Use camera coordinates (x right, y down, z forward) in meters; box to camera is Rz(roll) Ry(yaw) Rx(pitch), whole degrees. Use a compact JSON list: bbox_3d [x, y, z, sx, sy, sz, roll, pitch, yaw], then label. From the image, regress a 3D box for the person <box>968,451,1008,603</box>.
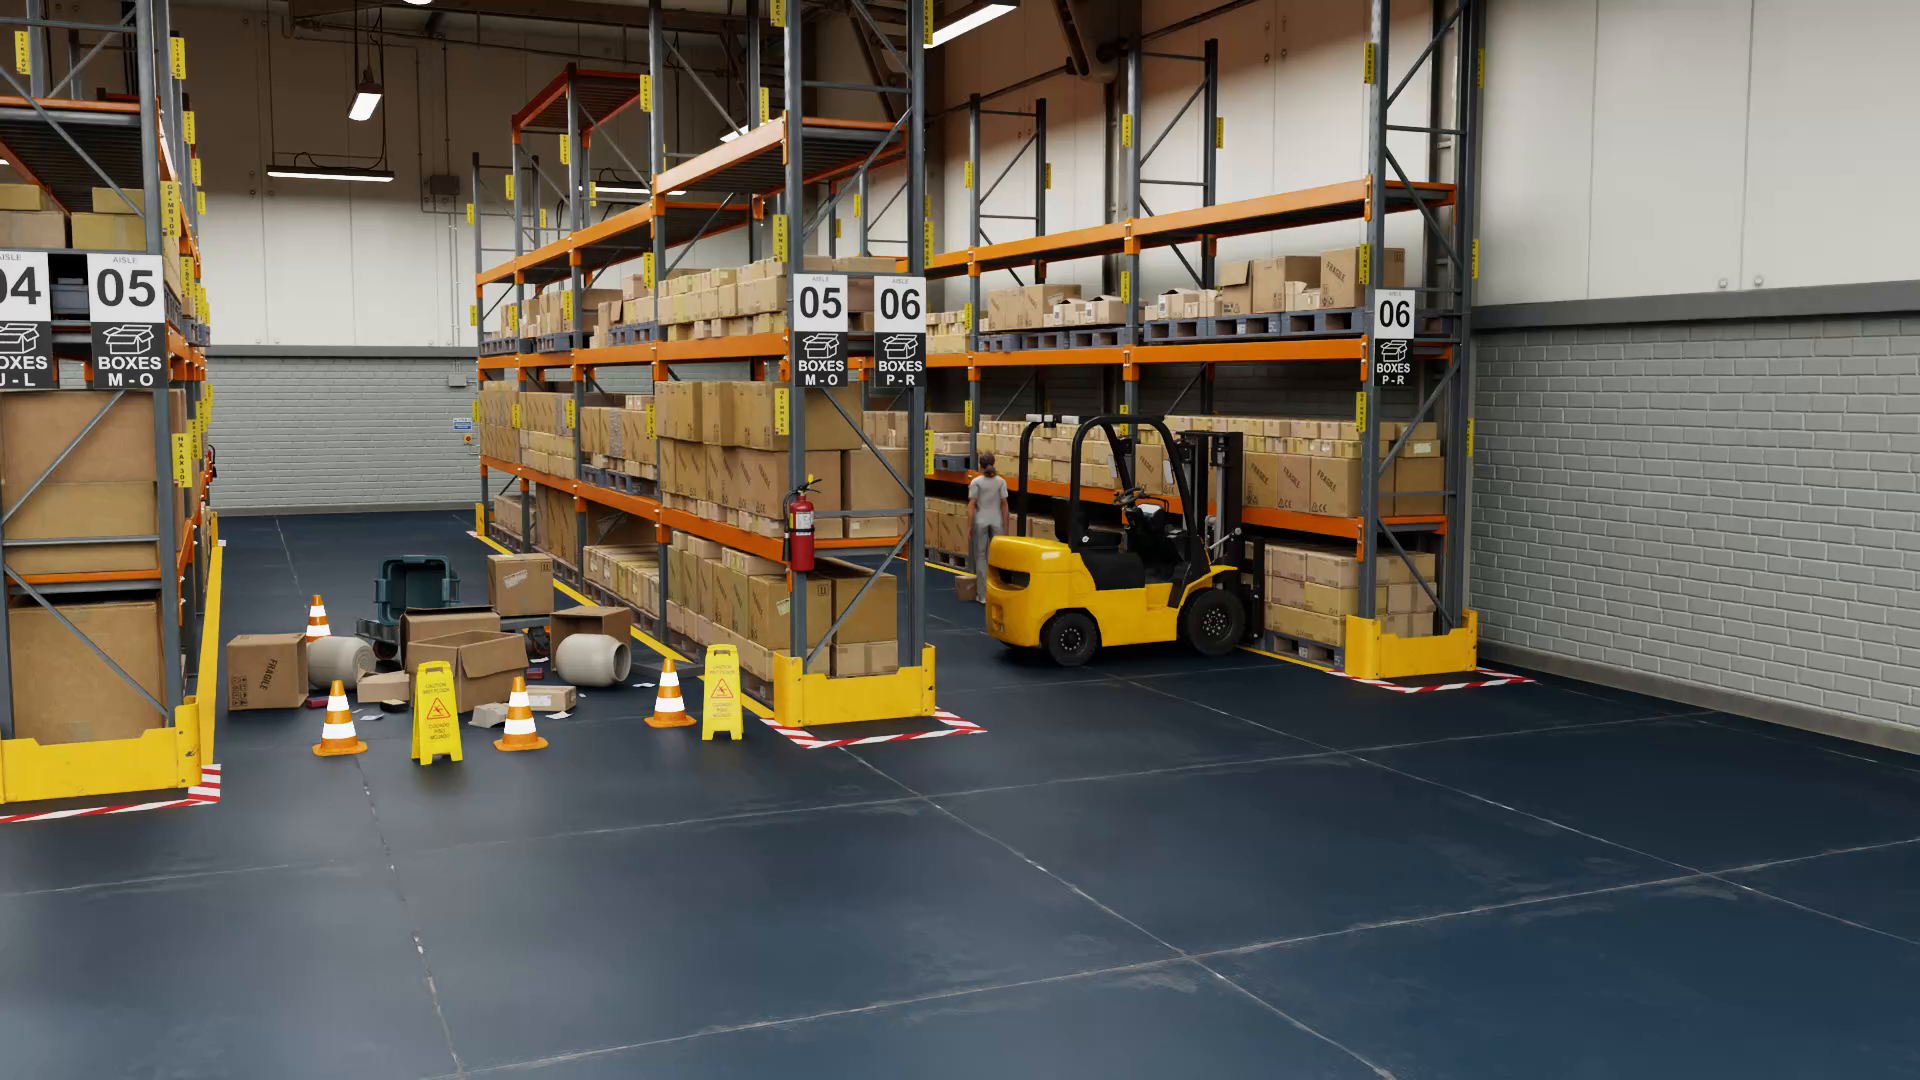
[{"bbox_3d":[0.309,-0.137,18.231,0.456,1.672,0.534,-1,6,-12],"label":"person"}]
